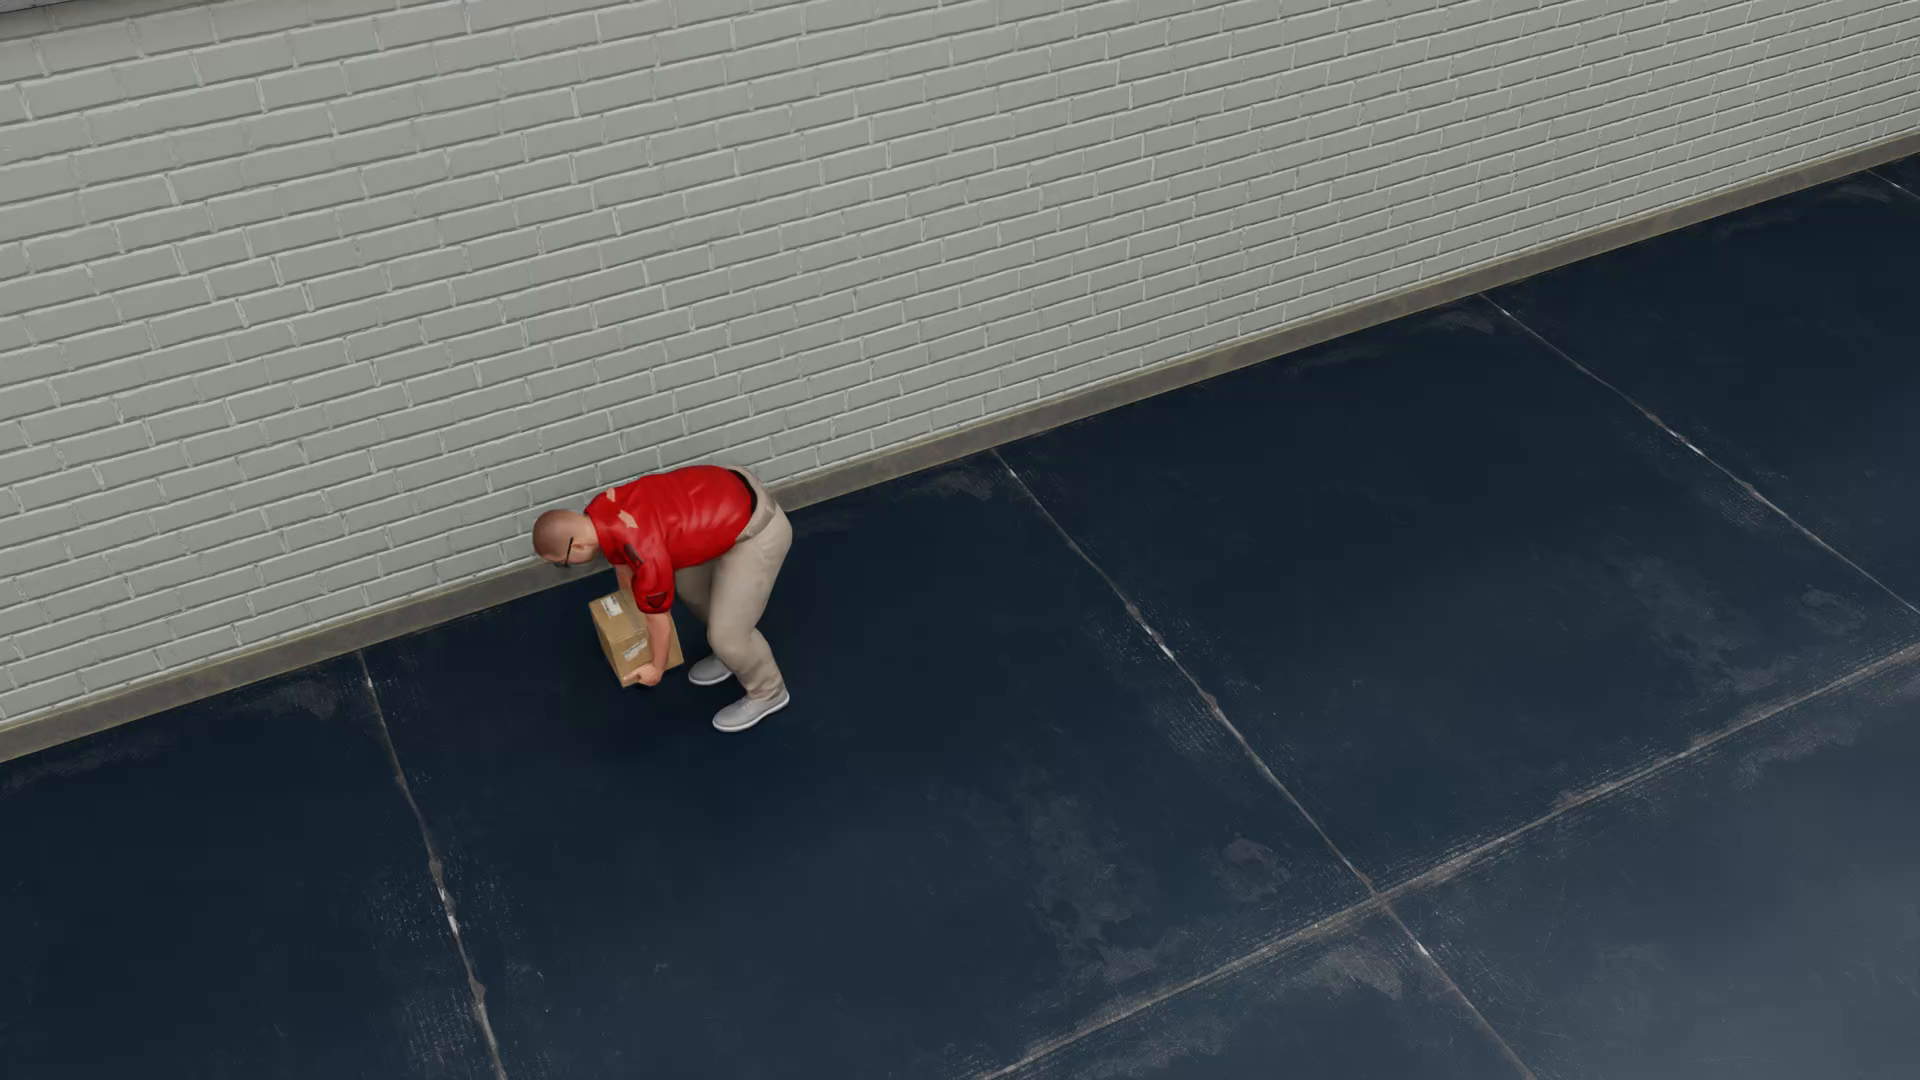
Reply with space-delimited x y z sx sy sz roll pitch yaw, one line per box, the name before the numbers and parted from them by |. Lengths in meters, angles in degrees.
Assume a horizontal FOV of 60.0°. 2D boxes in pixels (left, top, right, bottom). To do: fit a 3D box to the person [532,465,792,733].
person | -1.087 0.234 6.310 0.940 1.198 0.487 -20 45 -22
